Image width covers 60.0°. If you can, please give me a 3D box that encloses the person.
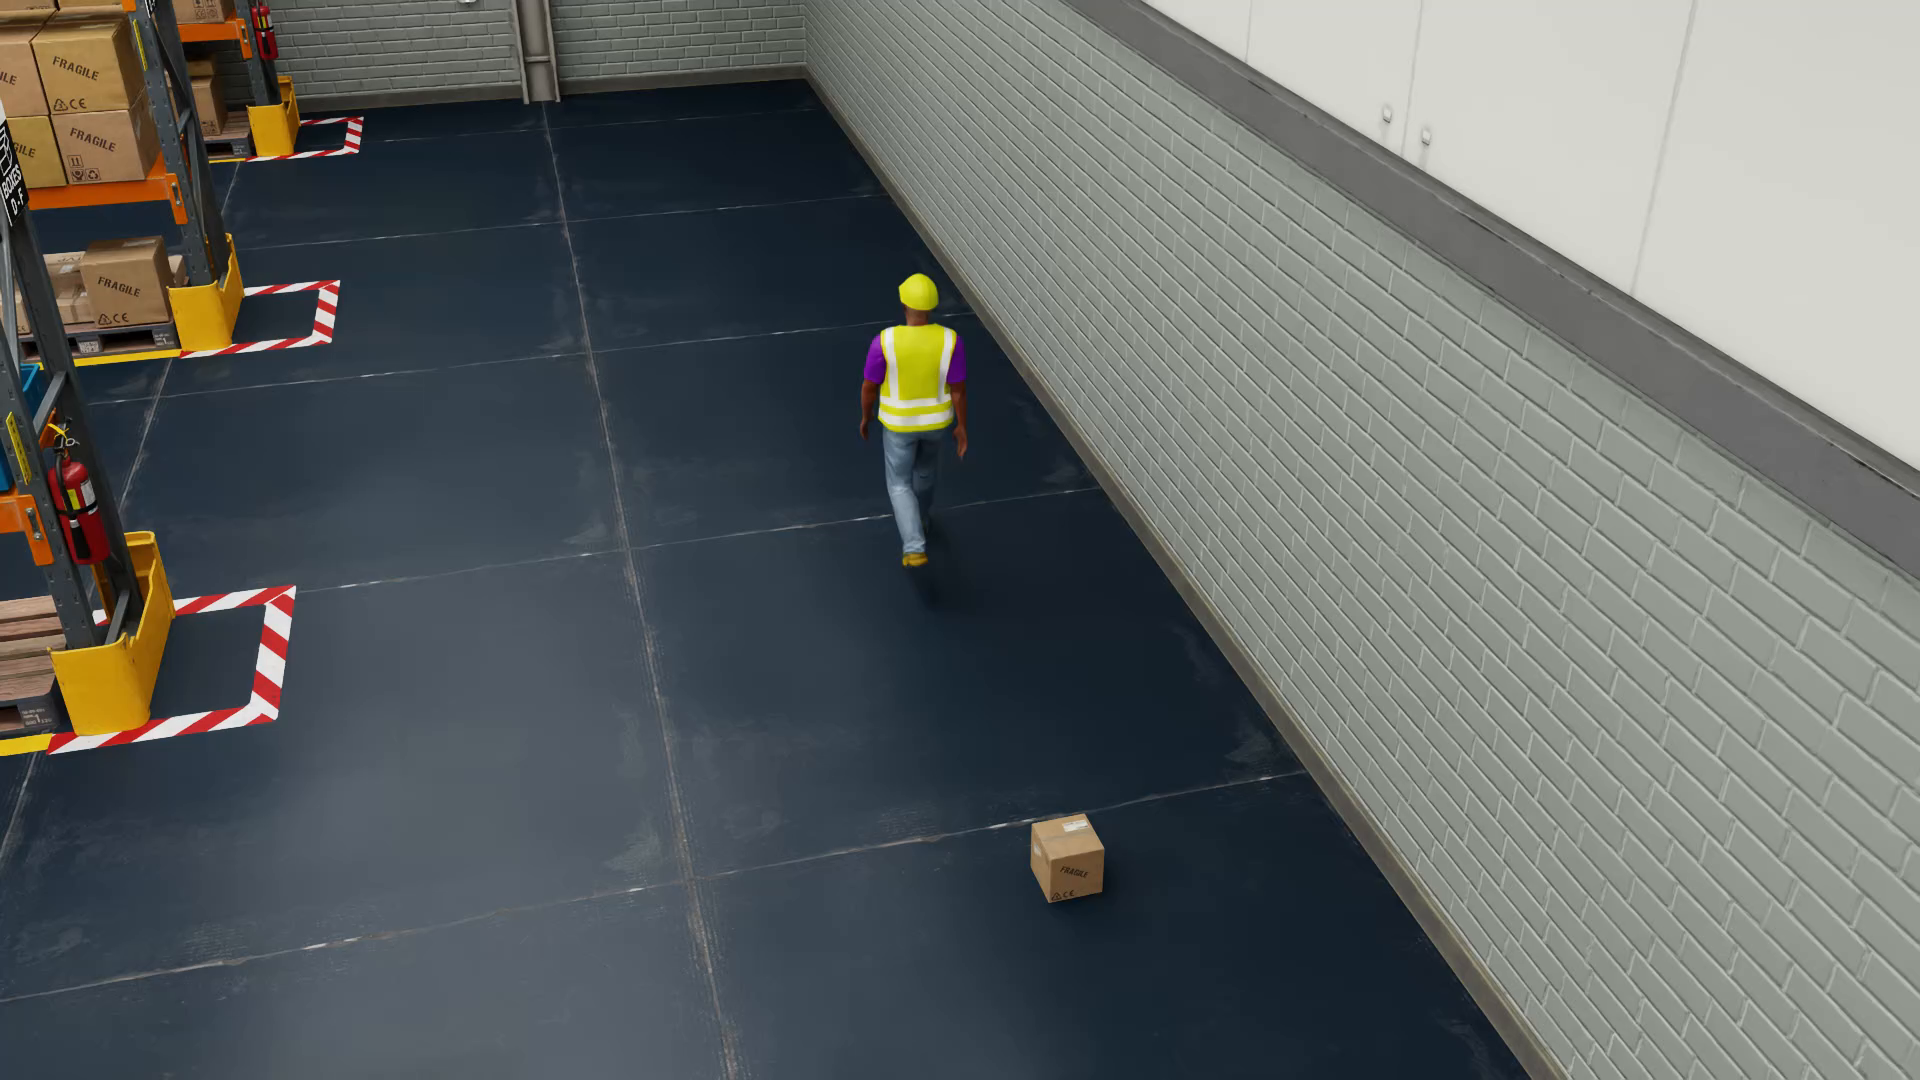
[{"bbox_3d":[-0.262,-0.681,9.387,0.583,1.734,0.945,-6,31,-11],"label":"person"}]
